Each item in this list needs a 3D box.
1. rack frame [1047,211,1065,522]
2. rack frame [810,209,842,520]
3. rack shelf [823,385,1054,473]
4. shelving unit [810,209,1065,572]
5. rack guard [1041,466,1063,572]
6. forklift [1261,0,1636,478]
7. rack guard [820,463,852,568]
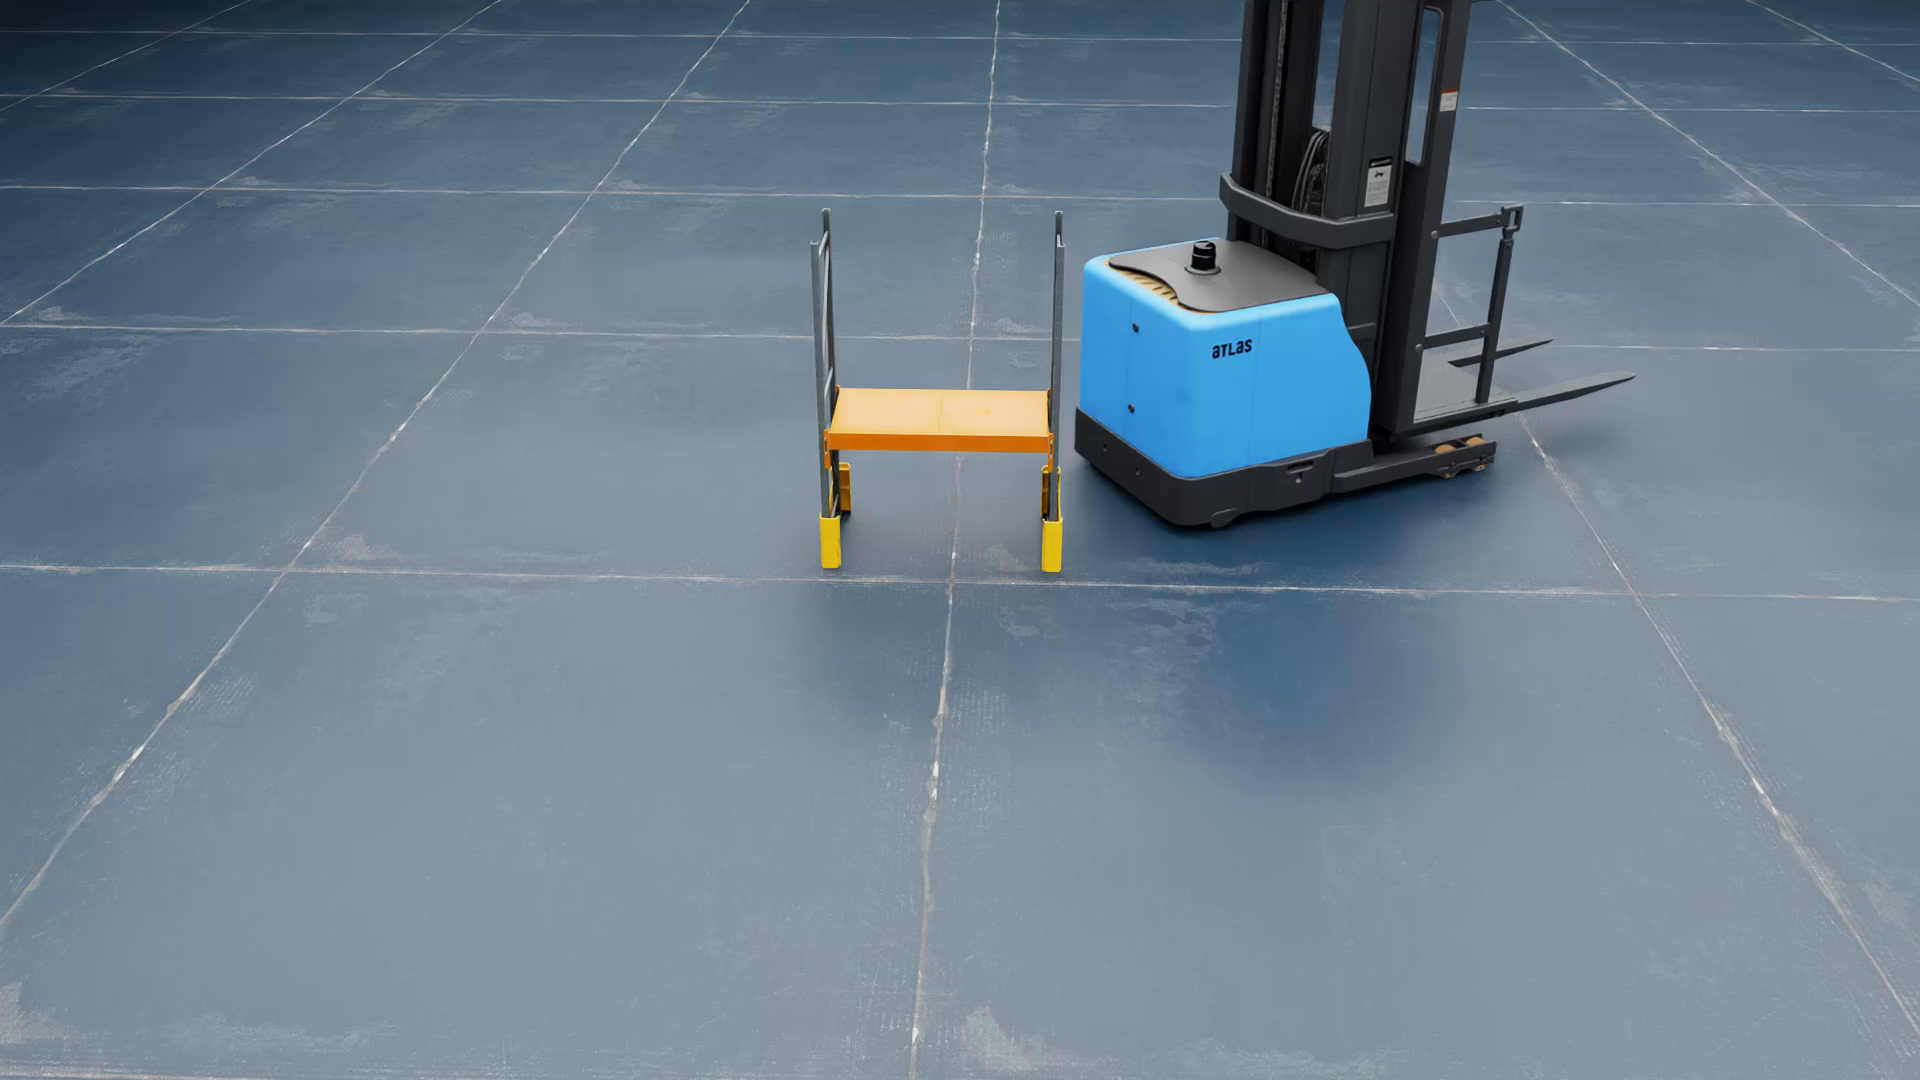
[{"bbox_3d":[0.423,-0.656,7.386,0.032,1.500,0.500,1,28,2],"label":"rack frame"},{"bbox_3d":[-0.593,-0.672,7.417,0.032,1.500,0.500,1,28,2],"label":"rack frame"},{"bbox_3d":[-0.085,-0.505,7.486,1.000,0.185,0.538,1,28,2],"label":"rack shelf"},{"bbox_3d":[-0.076,-0.664,7.401,1.083,1.500,0.587,1,28,2],"label":"shelving unit"},{"bbox_3d":[0.422,-0.103,7.678,0.087,0.250,0.587,1,28,2],"label":"rack guard"},{"bbox_3d":[2.138,-1.811,8.037,3.031,2.935,1.121,-13,31,-23],"label":"forklift"},{"bbox_3d":[-0.574,-0.120,7.709,0.087,0.250,0.587,1,28,2],"label":"rack guard"}]
